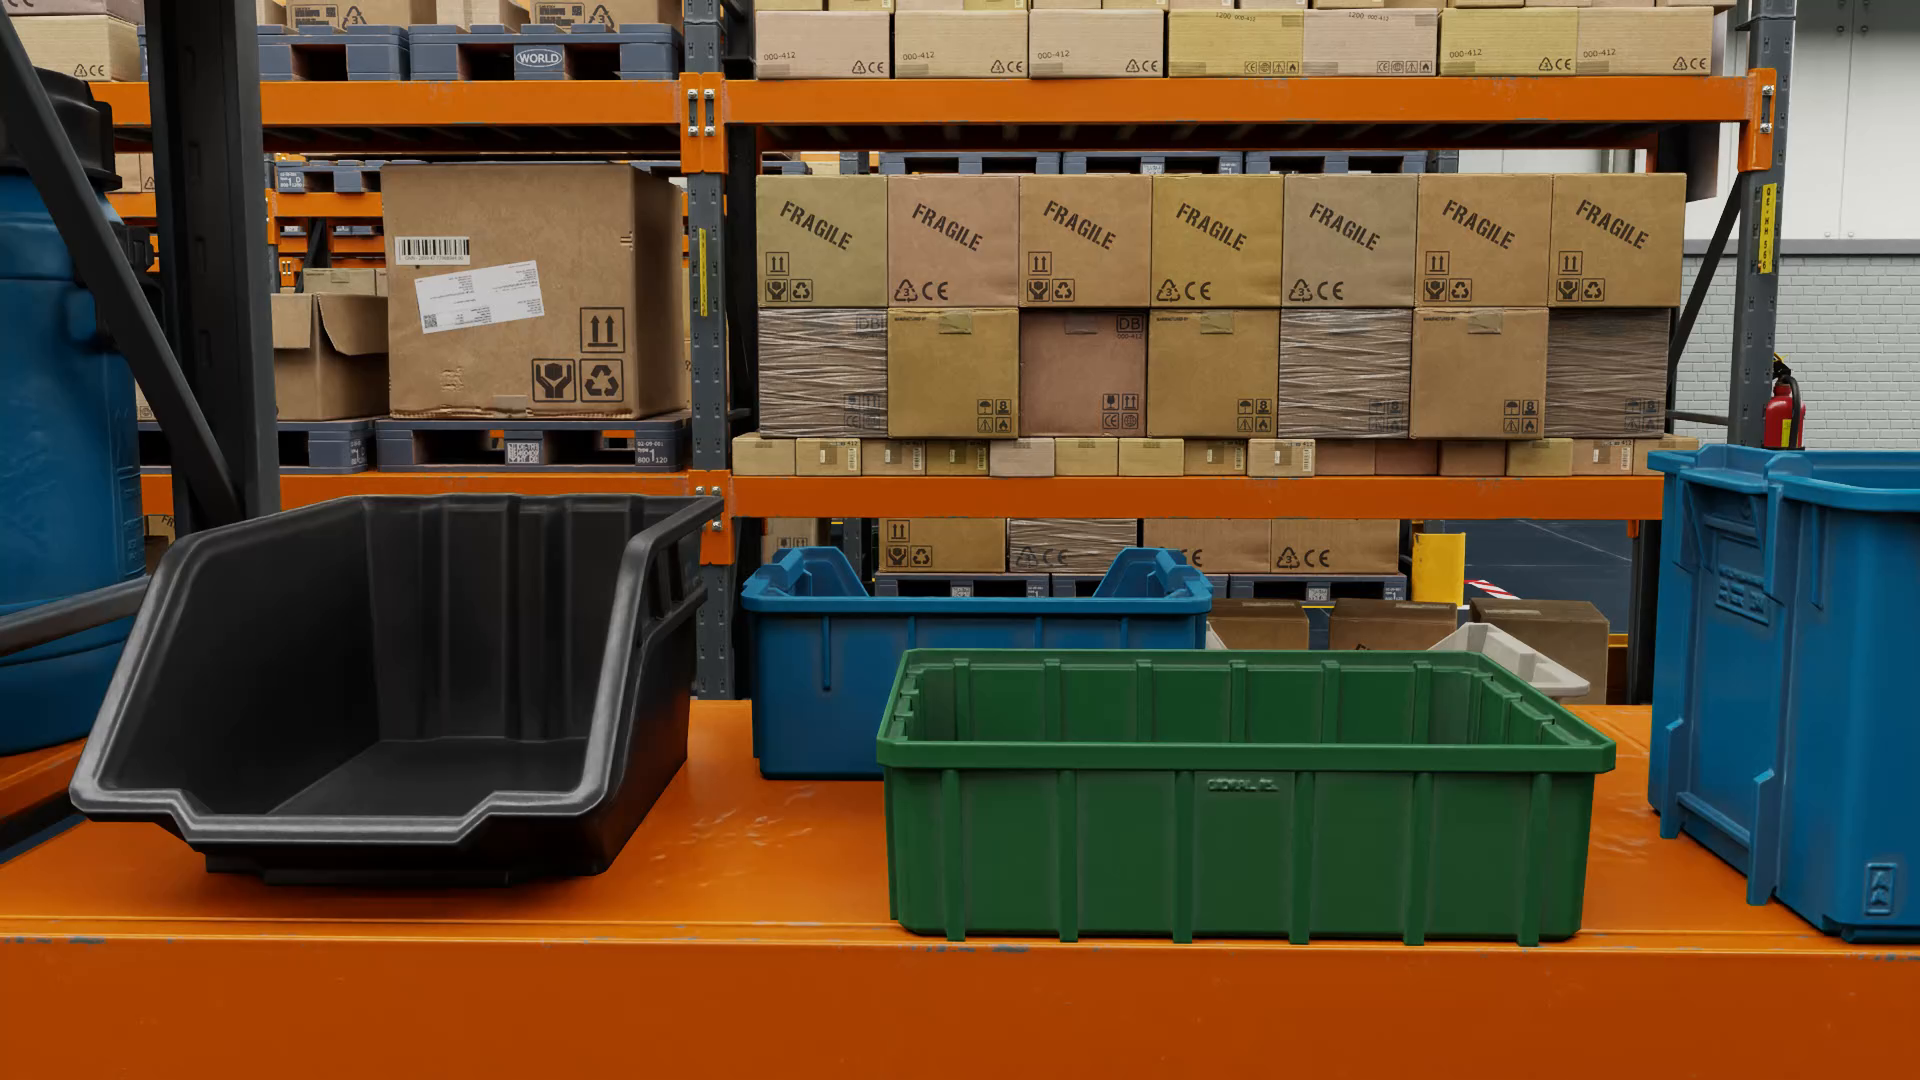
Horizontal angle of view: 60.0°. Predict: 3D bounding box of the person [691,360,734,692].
[{"bbox_3d":[-1.294,-0.068,8.442,0.851,1.732,0.666,-1,7,-8],"label":"person"}]
